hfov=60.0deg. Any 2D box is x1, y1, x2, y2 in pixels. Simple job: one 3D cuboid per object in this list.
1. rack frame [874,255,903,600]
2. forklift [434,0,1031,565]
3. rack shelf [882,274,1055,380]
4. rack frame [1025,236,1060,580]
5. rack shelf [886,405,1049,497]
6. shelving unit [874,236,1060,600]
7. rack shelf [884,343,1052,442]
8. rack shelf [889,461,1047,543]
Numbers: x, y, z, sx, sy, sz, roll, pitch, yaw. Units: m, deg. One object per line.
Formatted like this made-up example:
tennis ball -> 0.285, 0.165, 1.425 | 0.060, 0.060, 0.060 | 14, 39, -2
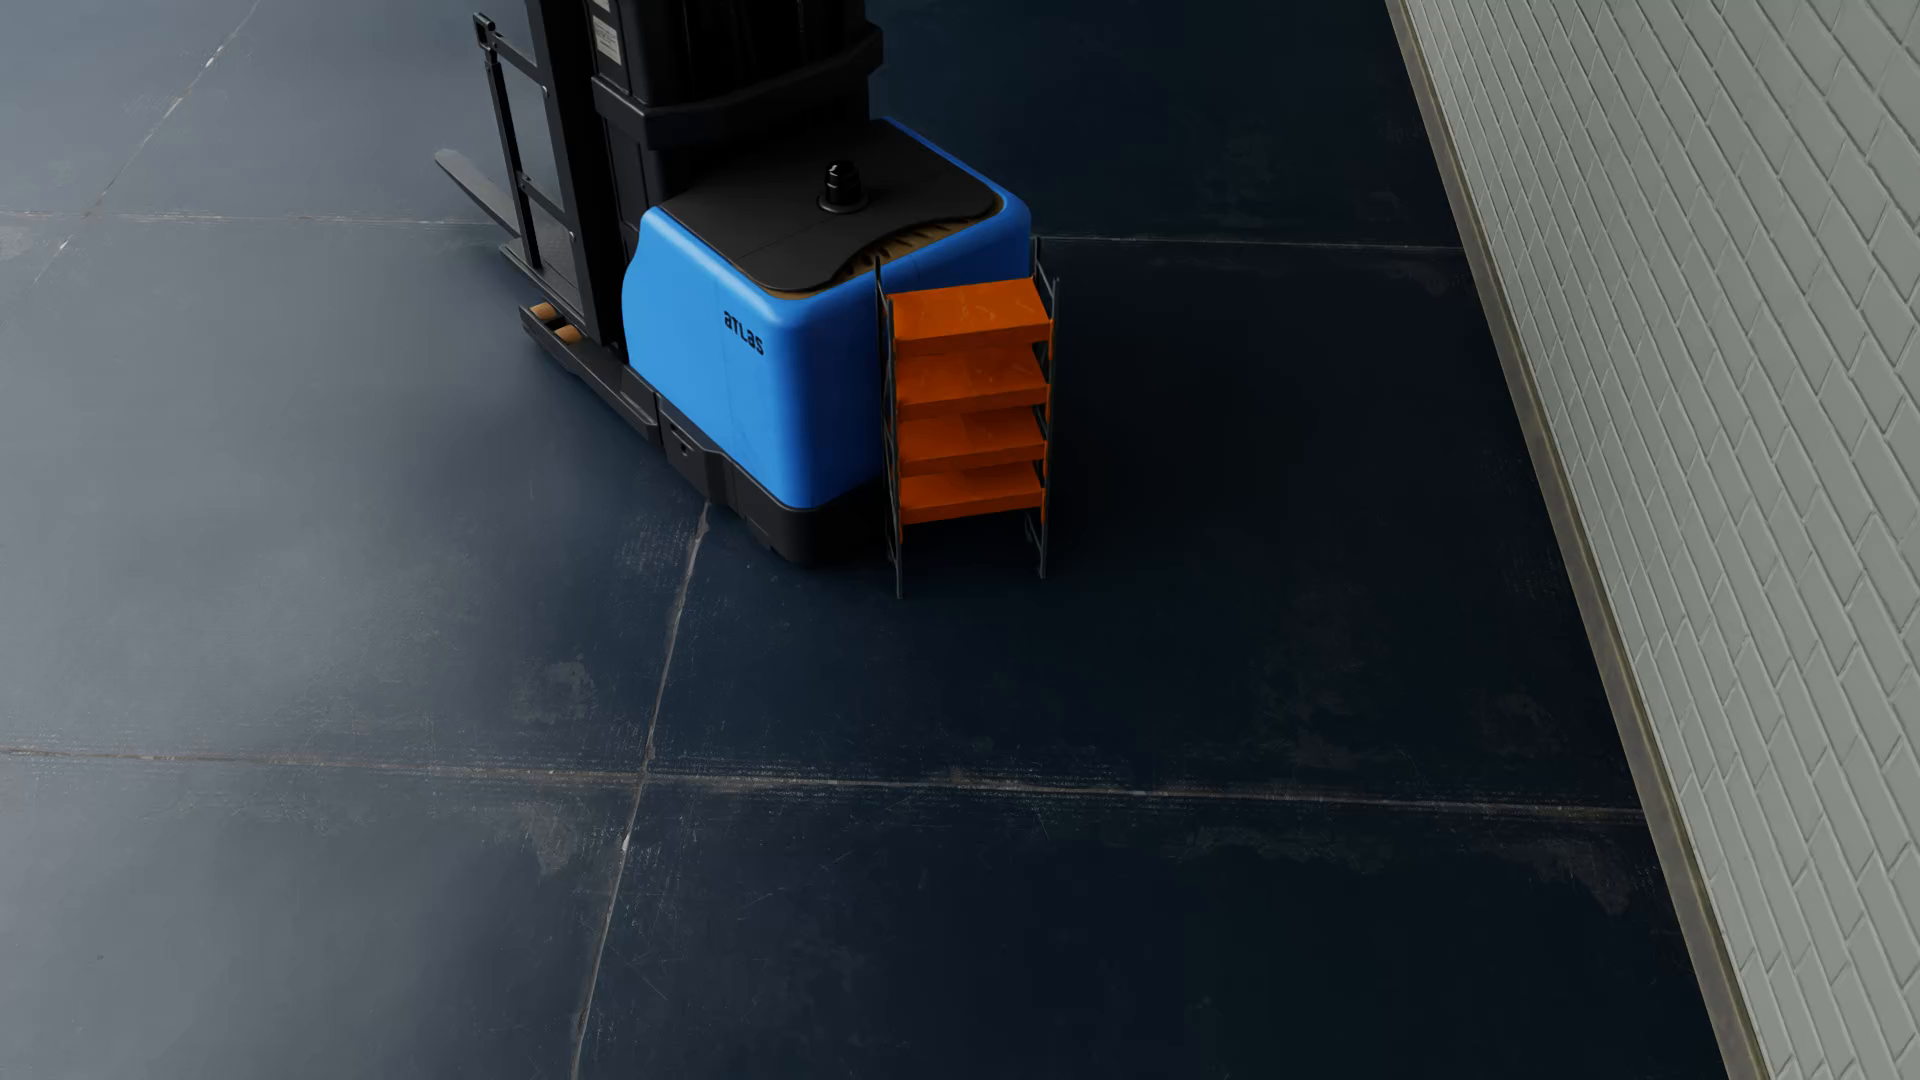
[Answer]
rack frame -> -0.221, -0.319, 5.213 | 0.015, 1.200, 0.240 | -8, 44, -9
forklift -> -1.073, -1.932, 5.673 | 1.130, 2.935, 3.031 | -29, 50, -27
rack shelf -> 0.018, -0.641, 4.981 | 0.480, 0.148, 0.258 | -8, 44, -9
rack frame -> 0.257, -0.387, 5.285 | 0.015, 1.200, 0.240 | -8, 44, -9
rack shelf -> 0.018, -0.304, 5.295 | 0.480, 0.148, 0.258 | -8, 44, -9
shelving unit -> 0.018, -0.353, 5.249 | 0.503, 1.200, 0.258 | -8, 44, -9
rack shelf -> 0.018, -0.468, 5.142 | 0.480, 0.148, 0.258 | -8, 44, -9
rack shelf -> 0.018, -0.159, 5.430 | 0.480, 0.148, 0.258 | -8, 44, -9
